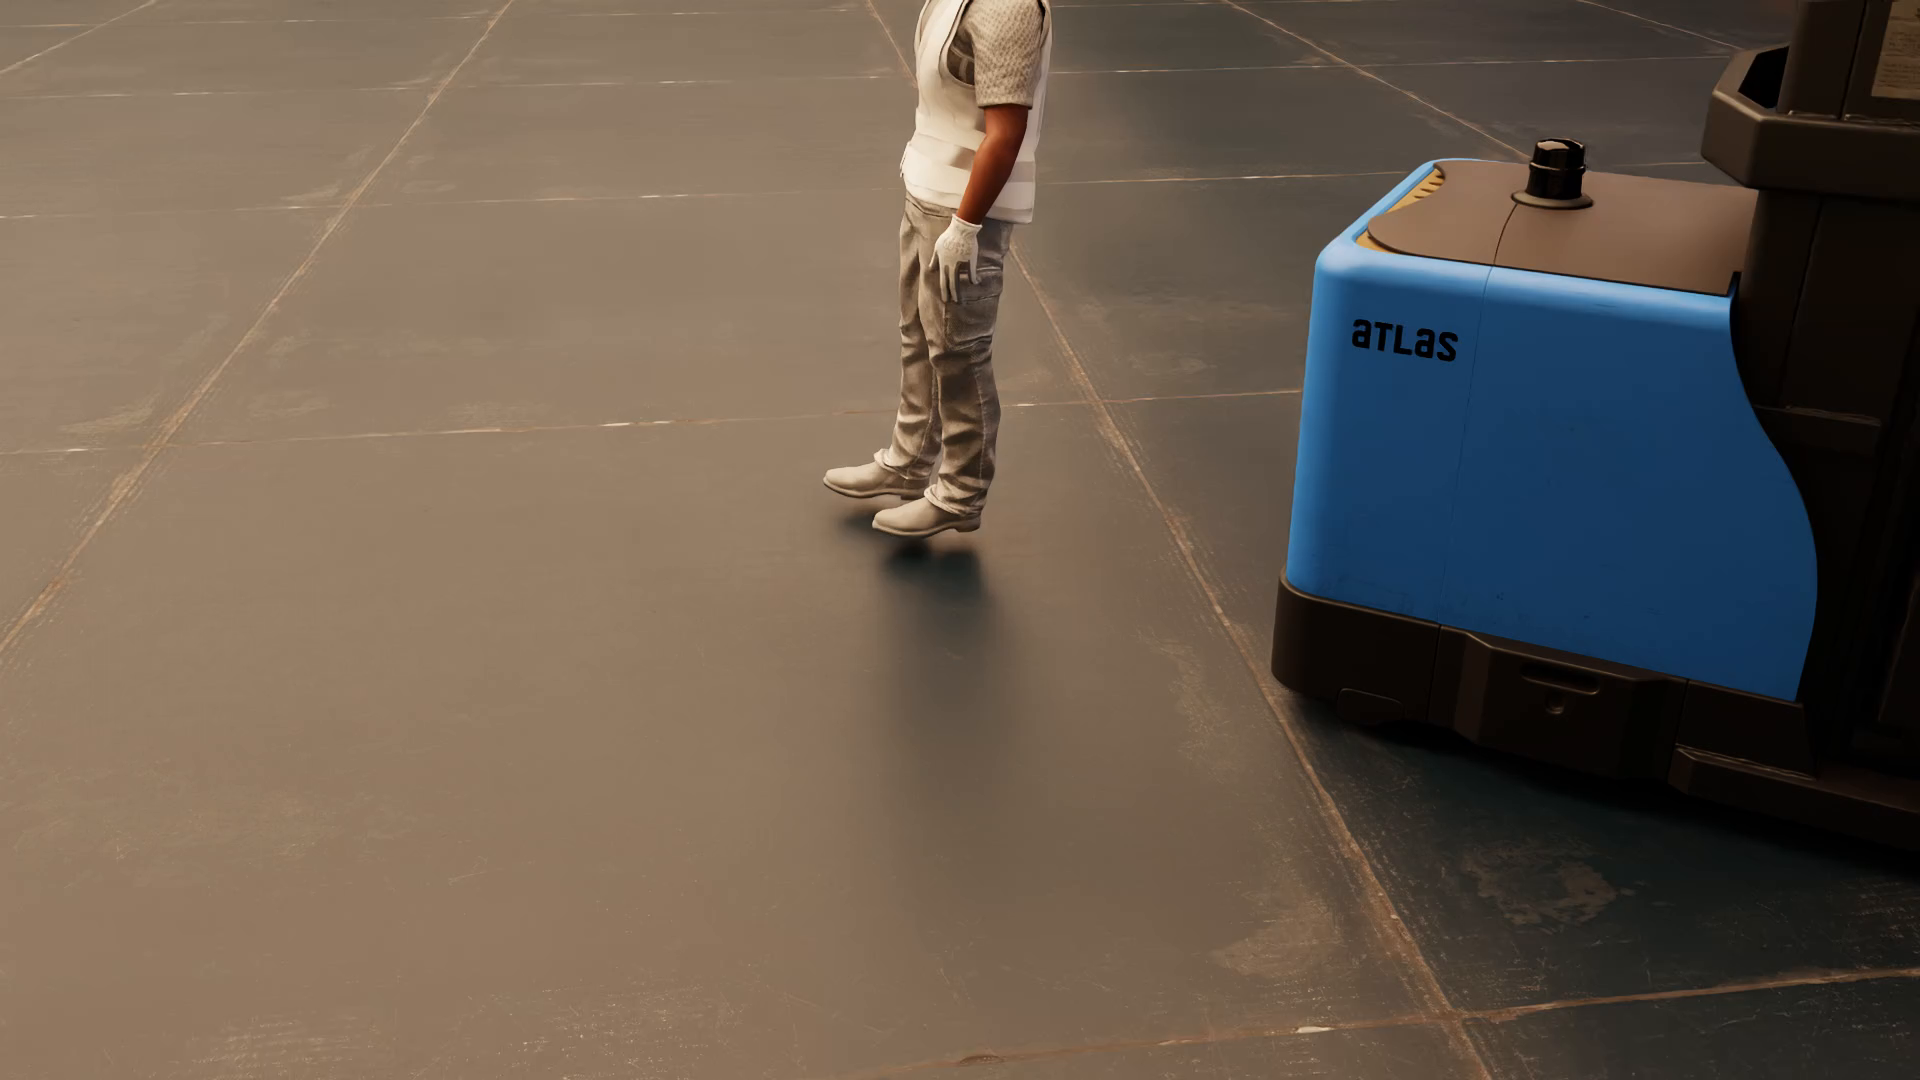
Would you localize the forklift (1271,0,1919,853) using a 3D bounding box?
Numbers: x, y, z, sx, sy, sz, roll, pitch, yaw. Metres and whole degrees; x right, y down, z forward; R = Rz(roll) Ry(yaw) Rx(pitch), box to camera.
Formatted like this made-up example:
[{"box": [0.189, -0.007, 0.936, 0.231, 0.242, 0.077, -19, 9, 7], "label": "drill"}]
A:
[{"box": [2.262, -0.830, 2.952, 3.031, 2.935, 1.130, 13, 29, 25], "label": "forklift"}]

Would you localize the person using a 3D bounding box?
[{"box": [-0.072, -0.845, 4.197, 0.577, 1.781, 0.656, -3, 26, -7], "label": "person"}]
